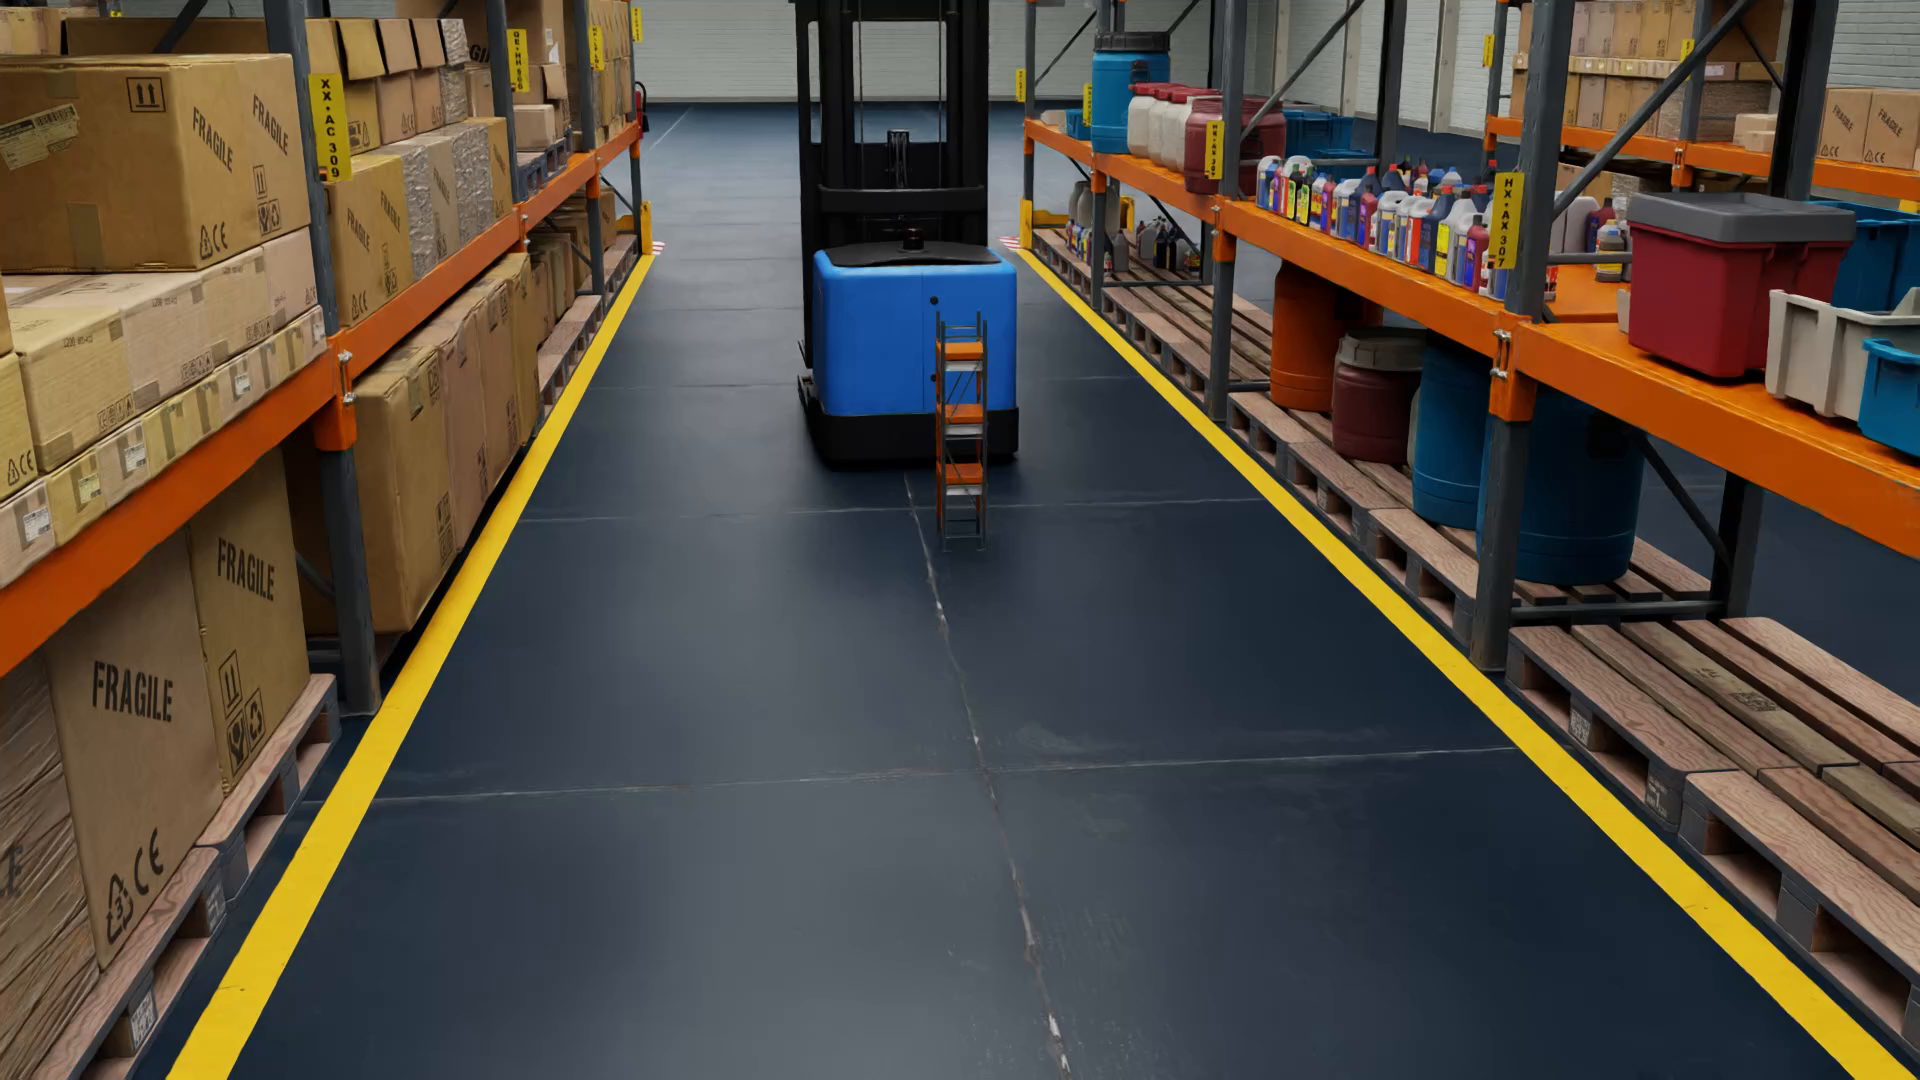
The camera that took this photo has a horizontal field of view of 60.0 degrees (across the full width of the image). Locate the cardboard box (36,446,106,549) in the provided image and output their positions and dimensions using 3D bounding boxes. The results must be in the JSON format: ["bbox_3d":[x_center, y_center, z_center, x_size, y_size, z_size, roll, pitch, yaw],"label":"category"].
[{"bbox_3d":[-1.974,-0.082,3.350,0.380,0.149,0.250,-2,18,-7],"label":"cardboard box"}]

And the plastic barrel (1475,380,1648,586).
[{"bbox_3d":[2.369,-0.334,6.537,0.600,0.901,0.708,-2,18,-6],"label":"plastic barrel"}]

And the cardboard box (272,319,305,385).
[{"bbox_3d":[-2.134,-0.542,4.816,0.380,0.149,0.250,-1,17,-5],"label":"cardboard box"}]

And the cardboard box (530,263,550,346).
[{"bbox_3d":[-3.155,-1.561,11.081,0.700,0.500,0.500,0,17,-1],"label":"cardboard box"}]

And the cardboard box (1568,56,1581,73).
[{"bbox_3d":[6.059,-4.550,15.911,0.380,0.149,0.250,-2,18,-6],"label":"cardboard box"}]

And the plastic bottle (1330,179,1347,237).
[{"bbox_3d":[1.823,-1.585,7.931,0.097,0.271,0.097,0,17,0],"label":"plastic bottle"}]

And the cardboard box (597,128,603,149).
[{"bbox_3d":[-3.079,-3.231,13.382,0.380,0.149,0.250,-2,18,-6],"label":"cardboard box"}]

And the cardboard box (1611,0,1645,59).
[{"bbox_3d":[6.354,-4.606,15.009,0.700,0.500,0.500,-2,18,-6],"label":"cardboard box"}]

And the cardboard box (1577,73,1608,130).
[{"bbox_3d":[6.296,-4.147,15.711,0.700,0.500,0.500,-1,17,-4],"label":"cardboard box"}]

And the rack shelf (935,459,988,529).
[{"bbox_3d":[0.006,-0.210,7.555,0.215,0.259,0.240,-2,18,-6],"label":"rack shelf"}]

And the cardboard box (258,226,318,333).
[{"bbox_3d":[-2.211,-0.767,4.865,0.500,0.250,0.500,-2,18,-7],"label":"cardboard box"}]

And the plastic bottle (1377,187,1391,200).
[{"bbox_3d":[1.927,-1.462,7.542,0.097,0.271,0.097,0,17,0],"label":"plastic bottle"}]

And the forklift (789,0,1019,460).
[{"bbox_3d":[-0.419,-2.218,9.850,1.130,2.935,3.031,-3,18,-8],"label":"forklift"}]

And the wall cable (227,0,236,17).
[{"bbox_3d":[-21.457,-14.936,45.414,3.097,2.526,0.112,-2,18,-6],"label":"wall cable"}]

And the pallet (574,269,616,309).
[{"bbox_3d":[-3.447,-2.072,13.923,1.003,0.211,1.213,-2,18,-6],"label":"pallet"}]

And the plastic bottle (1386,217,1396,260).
[{"bbox_3d":[1.904,-1.318,7.200,0.097,0.201,0.097,0,17,0],"label":"plastic bottle"}]

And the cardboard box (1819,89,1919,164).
[{"bbox_3d":[6.680,-3.020,12.122,0.500,0.500,0.500,-2,18,-6],"label":"cardboard box"}]

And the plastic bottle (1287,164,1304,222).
[{"bbox_3d":[1.735,-1.791,8.568,0.061,0.283,0.133,-2,18,-6],"label":"plastic bottle"}]

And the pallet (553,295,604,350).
[{"bbox_3d":[-3.261,-1.641,12.551,1.003,0.211,1.213,-2,18,-6],"label":"pallet"}]

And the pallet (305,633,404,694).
[{"bbox_3d":[-2.672,0.283,6.422,1.003,0.211,1.213,-2,18,-6],"label":"pallet"}]

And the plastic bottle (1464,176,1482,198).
[{"bbox_3d":[2.456,-1.601,7.965,0.061,0.283,0.133,-2,18,-6],"label":"plastic bottle"}]

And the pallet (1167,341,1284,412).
[{"bbox_3d":[1.955,-1.066,10.720,1.003,0.211,1.213,-2,18,-6],"label":"pallet"}]

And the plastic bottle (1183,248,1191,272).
[{"bbox_3d":[1.966,-2.400,14.251,0.097,0.201,0.097,0,17,0],"label":"plastic bottle"}]

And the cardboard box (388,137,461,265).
[{"bbox_3d":[-2.479,-1.465,7.168,0.500,0.500,0.500,-1,17,-5],"label":"cardboard box"}]

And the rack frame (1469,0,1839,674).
[{"bbox_3d":[2.409,-0.973,5.767,1.000,3.000,0.127,-2,18,-6],"label":"rack frame"}]

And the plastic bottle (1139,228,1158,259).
[{"bbox_3d":[1.705,-2.691,15.052,0.152,0.276,0.135,-2,18,-6],"label":"plastic bottle"}]

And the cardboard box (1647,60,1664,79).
[{"bbox_3d":[6.217,-4.091,14.451,0.380,0.149,0.250,-2,18,-7],"label":"cardboard box"}]

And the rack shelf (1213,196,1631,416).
[{"bbox_3d":[2.202,-1.225,7.773,1.077,0.370,4.000,-2,18,-6],"label":"rack shelf"}]

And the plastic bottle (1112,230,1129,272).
[{"bbox_3d":[1.374,-2.490,14.287,0.144,0.351,0.185,-2,18,-6],"label":"plastic bottle"}]

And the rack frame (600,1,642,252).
[{"bbox_3d":[-3.756,-4.395,16.668,1.000,3.000,0.127,-2,18,-6],"label":"rack frame"}]

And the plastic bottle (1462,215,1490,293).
[{"bbox_3d":[1.977,-1.092,6.342,0.061,0.283,0.133,-2,18,-6],"label":"plastic bottle"}]

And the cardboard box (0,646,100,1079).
[{"bbox_3d":[-2.345,0.726,3.202,0.875,0.875,0.875,-2,18,-6],"label":"cardboard box"}]

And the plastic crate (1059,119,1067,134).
[{"bbox_3d":[1.164,-3.706,14.915,0.530,0.136,0.437,-2,18,-6],"label":"plastic crate"}]

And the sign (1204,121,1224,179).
[{"bbox_3d":[1.450,-2.223,9.478,0.100,0.325,0.005,-2,18,-6],"label":"sign"}]

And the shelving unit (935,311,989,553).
[{"bbox_3d":[0.006,-0.485,7.469,0.215,1.050,0.252,-2,18,-6],"label":"shelving unit"}]

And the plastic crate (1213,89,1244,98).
[{"bbox_3d":[1.938,-3.252,12.920,0.402,0.464,0.583,-2,18,-6],"label":"plastic crate"}]

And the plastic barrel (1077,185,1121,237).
[{"bbox_3d":[1.367,-3.218,16.372,0.421,0.512,0.421,0,17,0],"label":"plastic barrel"}]

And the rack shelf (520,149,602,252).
[{"bbox_3d":[-3.137,-2.264,11.082,1.077,0.370,4.000,-2,18,-6],"label":"rack shelf"}]

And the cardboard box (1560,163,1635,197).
[{"bbox_3d":[6.084,-3.332,15.921,0.500,0.500,0.500,-2,18,-6],"label":"cardboard box"}]

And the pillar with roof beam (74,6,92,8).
[{"bbox_3d":[-18.186,-15.632,42.446,9.100,9.000,0.400,-2,18,-6],"label":"pillar with roof beam"}]

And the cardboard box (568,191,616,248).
[{"bbox_3d":[-3.612,-3.039,15.821,0.500,0.500,0.500,3,18,9],"label":"cardboard box"}]

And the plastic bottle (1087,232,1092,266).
[{"bbox_3d":[1.152,-2.557,14.616,0.061,0.283,0.133,-1,17,-2],"label":"plastic bottle"}]

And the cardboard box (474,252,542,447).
[{"bbox_3d":[-2.880,-0.992,8.674,1.225,0.875,0.875,-3,18,-8],"label":"cardboard box"}]

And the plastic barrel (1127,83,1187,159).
[{"bbox_3d":[1.464,-3.129,12.409,0.433,0.535,0.433,0,17,0],"label":"plastic barrel"}]

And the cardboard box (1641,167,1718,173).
[{"bbox_3d":[6.671,-3.200,15.500,0.500,0.500,0.500,-2,18,-6],"label":"cardboard box"}]

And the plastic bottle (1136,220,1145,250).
[{"bbox_3d":[1.689,-2.849,15.544,0.061,0.283,0.133,-2,18,-6],"label":"plastic bottle"}]

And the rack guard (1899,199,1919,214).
[{"bbox_3d":[11.033,-3.639,18.432,1.175,0.500,0.348,-2,18,-6],"label":"rack guard"}]

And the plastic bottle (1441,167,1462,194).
[{"bbox_3d":[2.520,-1.776,8.541,0.097,0.271,0.097,0,17,0],"label":"plastic bottle"}]

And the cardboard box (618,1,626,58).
[{"bbox_3d":[-3.396,-4.756,15.487,0.500,0.500,0.500,-2,18,-6],"label":"cardboard box"}]

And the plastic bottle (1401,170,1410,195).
[{"bbox_3d":[2.456,-1.927,9.140,0.097,0.201,0.097,0,17,0],"label":"plastic bottle"}]

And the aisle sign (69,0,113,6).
[{"bbox_3d":[-8.408,-5.542,15.983,0.394,0.787,0.004,-2,18,-6],"label":"aisle sign"}]

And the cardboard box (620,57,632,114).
[{"bbox_3d":[-3.555,-4.274,15.621,0.875,0.500,0.500,-2,18,-6],"label":"cardboard box"}]

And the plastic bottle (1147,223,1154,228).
[{"bbox_3d":[1.809,-2.807,15.424,0.152,0.276,0.135,-2,18,-7],"label":"plastic bottle"}]

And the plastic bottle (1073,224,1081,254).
[{"bbox_3d":[1.094,-2.774,15.327,0.097,0.271,0.097,0,17,0],"label":"plastic bottle"}]

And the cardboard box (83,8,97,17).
[{"bbox_3d":[-8.700,-4.747,15.736,0.875,0.550,0.550,-2,18,-6],"label":"cardboard box"}]

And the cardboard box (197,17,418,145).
[{"bbox_3d":[-2.731,-1.925,6.961,0.797,0.503,0.637,-1,17,-4],"label":"cardboard box"}]
